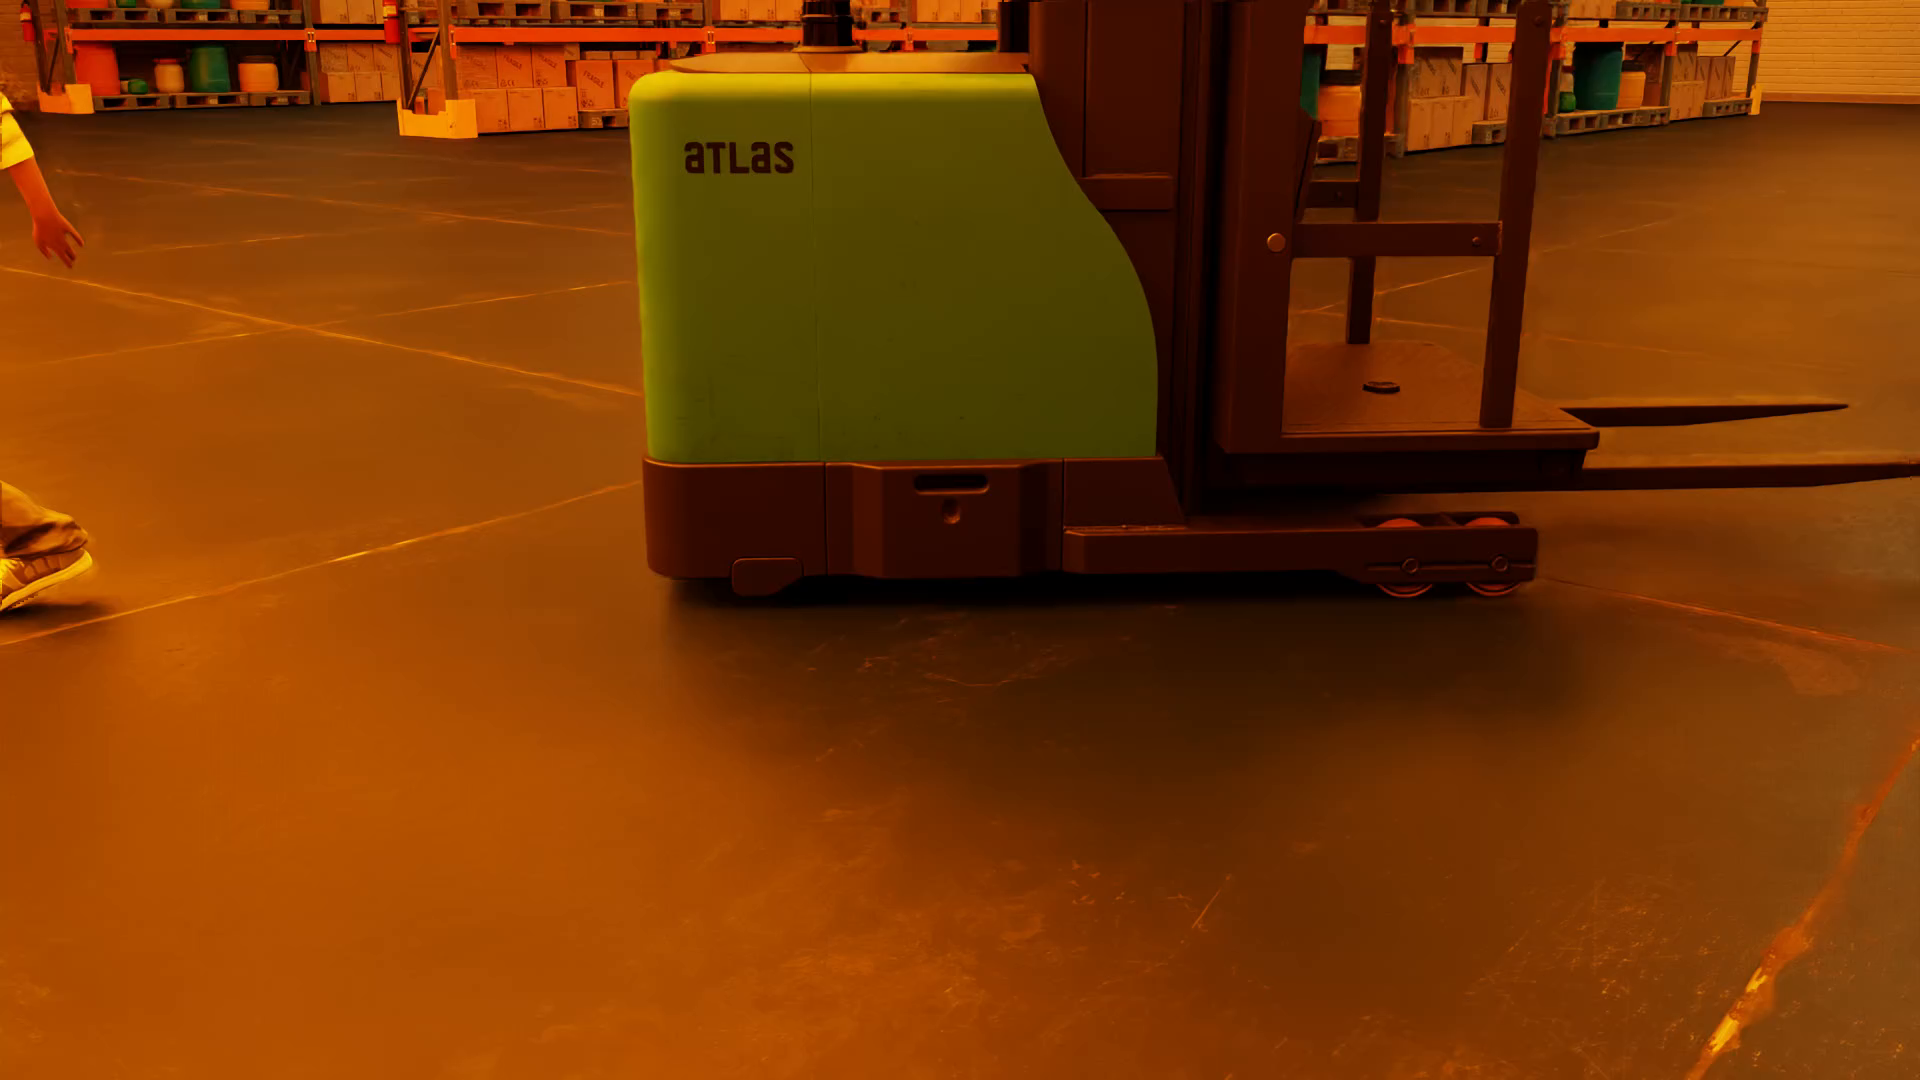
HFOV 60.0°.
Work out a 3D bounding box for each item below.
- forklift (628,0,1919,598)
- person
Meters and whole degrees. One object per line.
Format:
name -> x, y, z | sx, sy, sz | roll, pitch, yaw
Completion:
forklift -> 0.824, -1.432, 3.614 | 3.031, 2.935, 1.130 | -1, 17, -4
person -> -2.112, -0.514, 3.087 | 0.825, 1.527, 0.428 | -16, 23, -41
